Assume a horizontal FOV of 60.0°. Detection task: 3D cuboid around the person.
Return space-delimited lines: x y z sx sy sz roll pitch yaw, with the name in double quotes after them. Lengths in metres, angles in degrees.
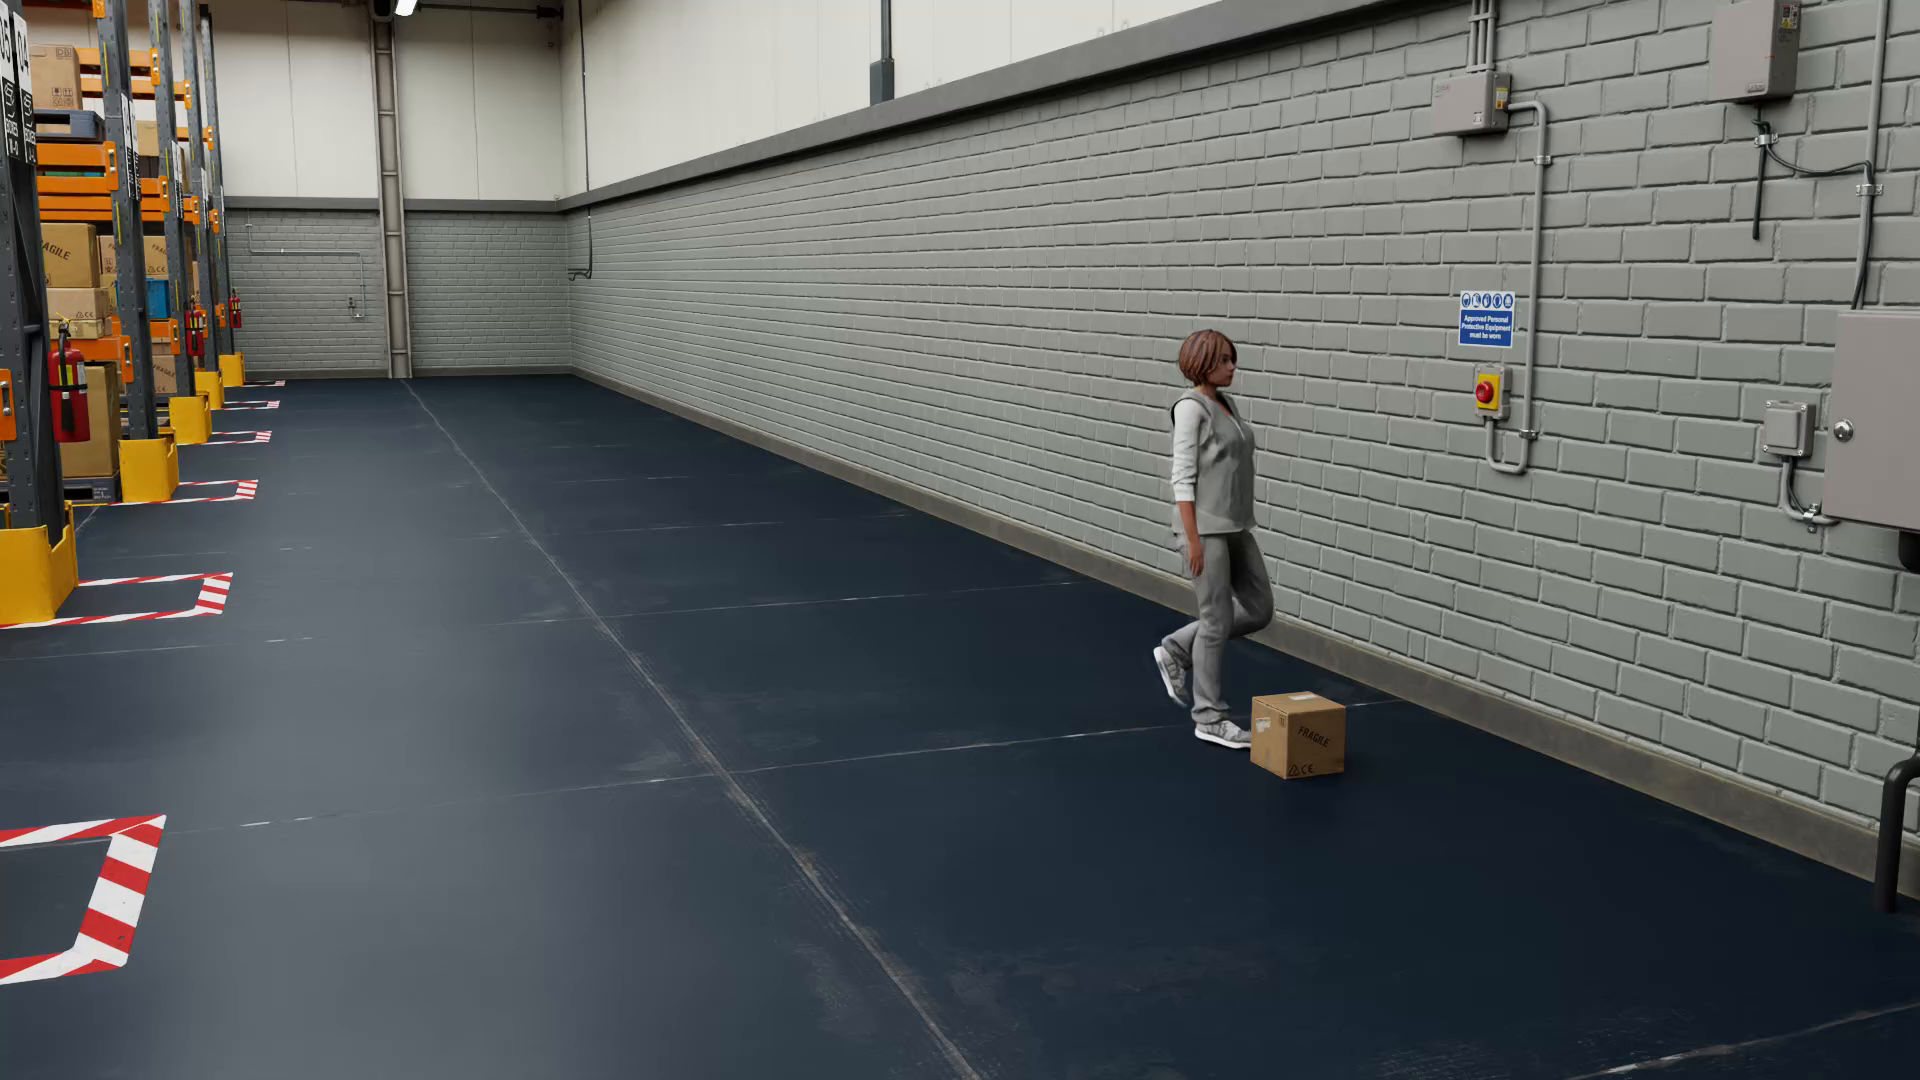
0.981 -0.014 6.466 0.518 1.600 0.437 6 11 33 "person"
